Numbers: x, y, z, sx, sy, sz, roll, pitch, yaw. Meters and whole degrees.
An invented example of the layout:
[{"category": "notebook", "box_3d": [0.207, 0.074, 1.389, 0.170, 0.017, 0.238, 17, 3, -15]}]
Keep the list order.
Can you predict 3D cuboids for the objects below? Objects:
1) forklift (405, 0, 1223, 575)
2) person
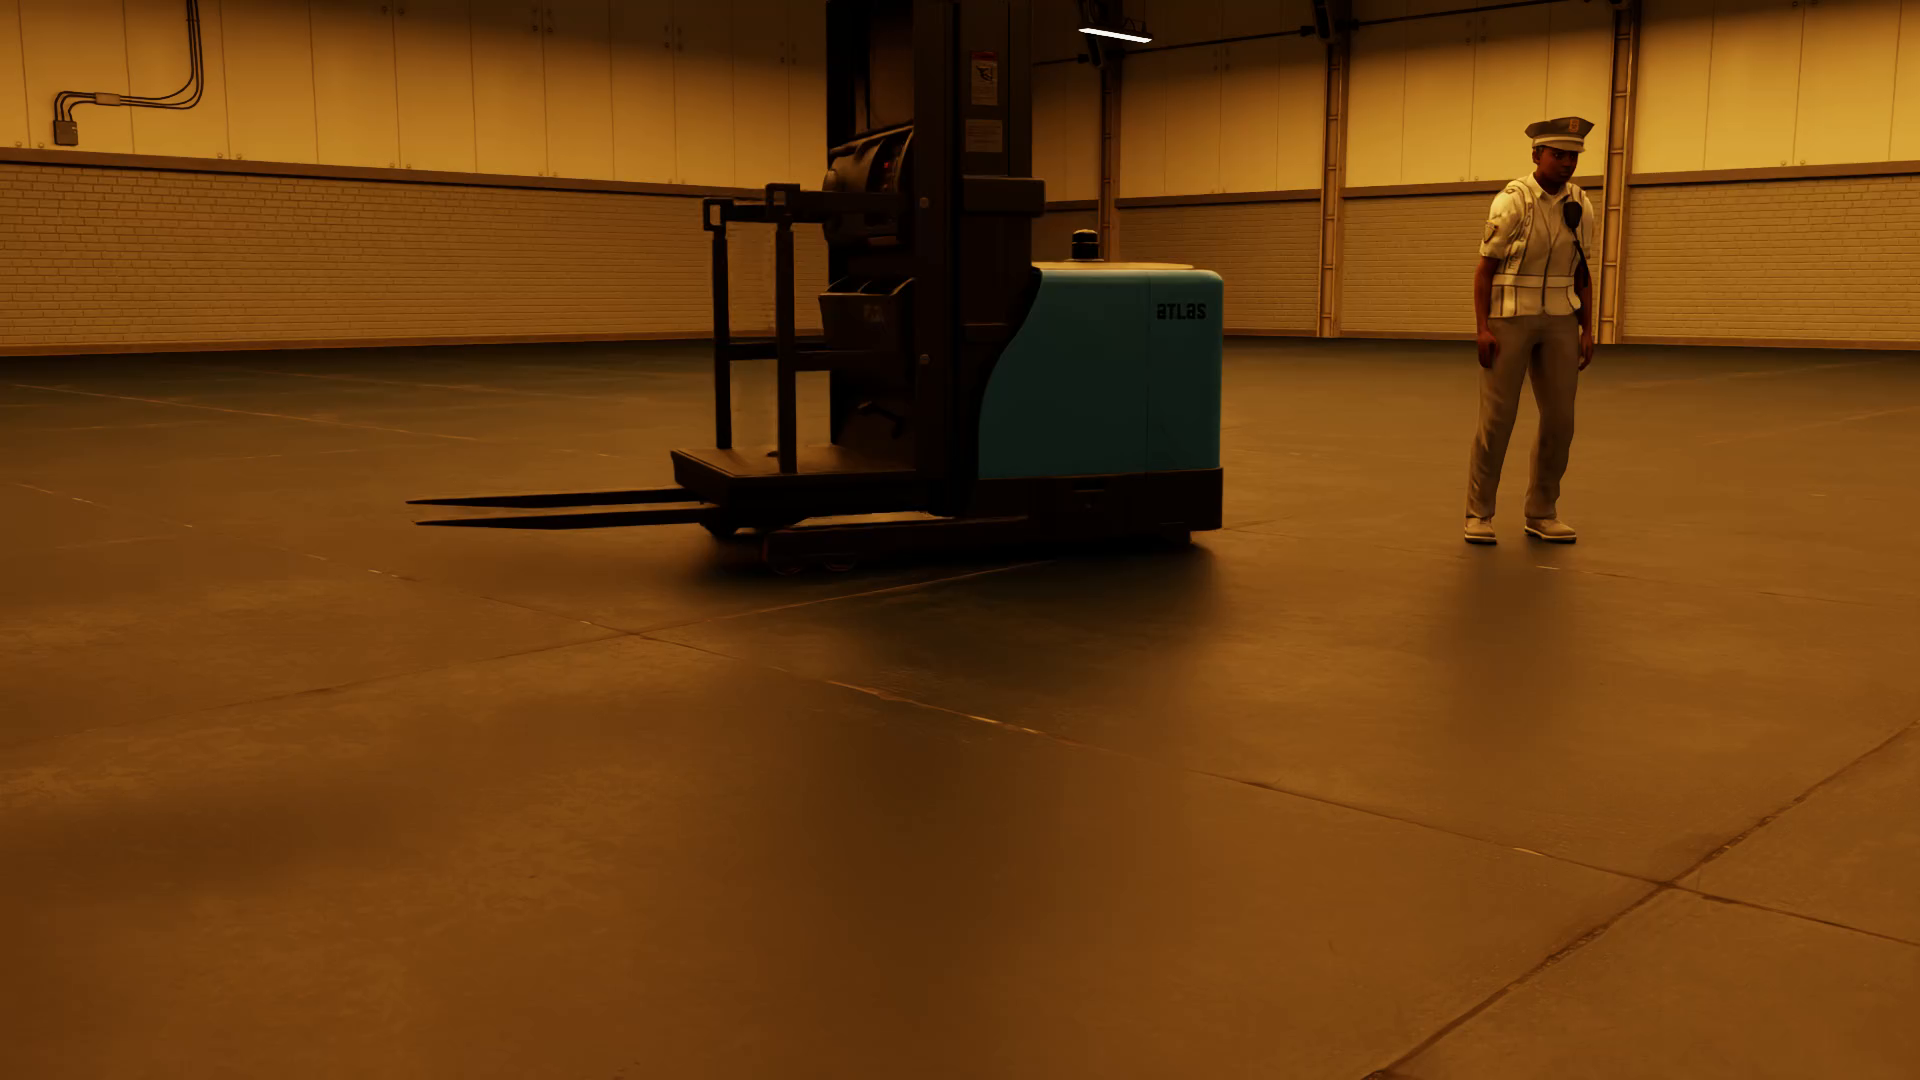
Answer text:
[{"category": "forklift", "box_3d": [-0.539, -1.413, 6.255, 3.031, 2.935, 1.130, -3, 9, -21]}, {"category": "person", "box_3d": [2.285, -0.829, 6.659, 0.530, 1.658, 0.397, -1, 9, -6]}]
